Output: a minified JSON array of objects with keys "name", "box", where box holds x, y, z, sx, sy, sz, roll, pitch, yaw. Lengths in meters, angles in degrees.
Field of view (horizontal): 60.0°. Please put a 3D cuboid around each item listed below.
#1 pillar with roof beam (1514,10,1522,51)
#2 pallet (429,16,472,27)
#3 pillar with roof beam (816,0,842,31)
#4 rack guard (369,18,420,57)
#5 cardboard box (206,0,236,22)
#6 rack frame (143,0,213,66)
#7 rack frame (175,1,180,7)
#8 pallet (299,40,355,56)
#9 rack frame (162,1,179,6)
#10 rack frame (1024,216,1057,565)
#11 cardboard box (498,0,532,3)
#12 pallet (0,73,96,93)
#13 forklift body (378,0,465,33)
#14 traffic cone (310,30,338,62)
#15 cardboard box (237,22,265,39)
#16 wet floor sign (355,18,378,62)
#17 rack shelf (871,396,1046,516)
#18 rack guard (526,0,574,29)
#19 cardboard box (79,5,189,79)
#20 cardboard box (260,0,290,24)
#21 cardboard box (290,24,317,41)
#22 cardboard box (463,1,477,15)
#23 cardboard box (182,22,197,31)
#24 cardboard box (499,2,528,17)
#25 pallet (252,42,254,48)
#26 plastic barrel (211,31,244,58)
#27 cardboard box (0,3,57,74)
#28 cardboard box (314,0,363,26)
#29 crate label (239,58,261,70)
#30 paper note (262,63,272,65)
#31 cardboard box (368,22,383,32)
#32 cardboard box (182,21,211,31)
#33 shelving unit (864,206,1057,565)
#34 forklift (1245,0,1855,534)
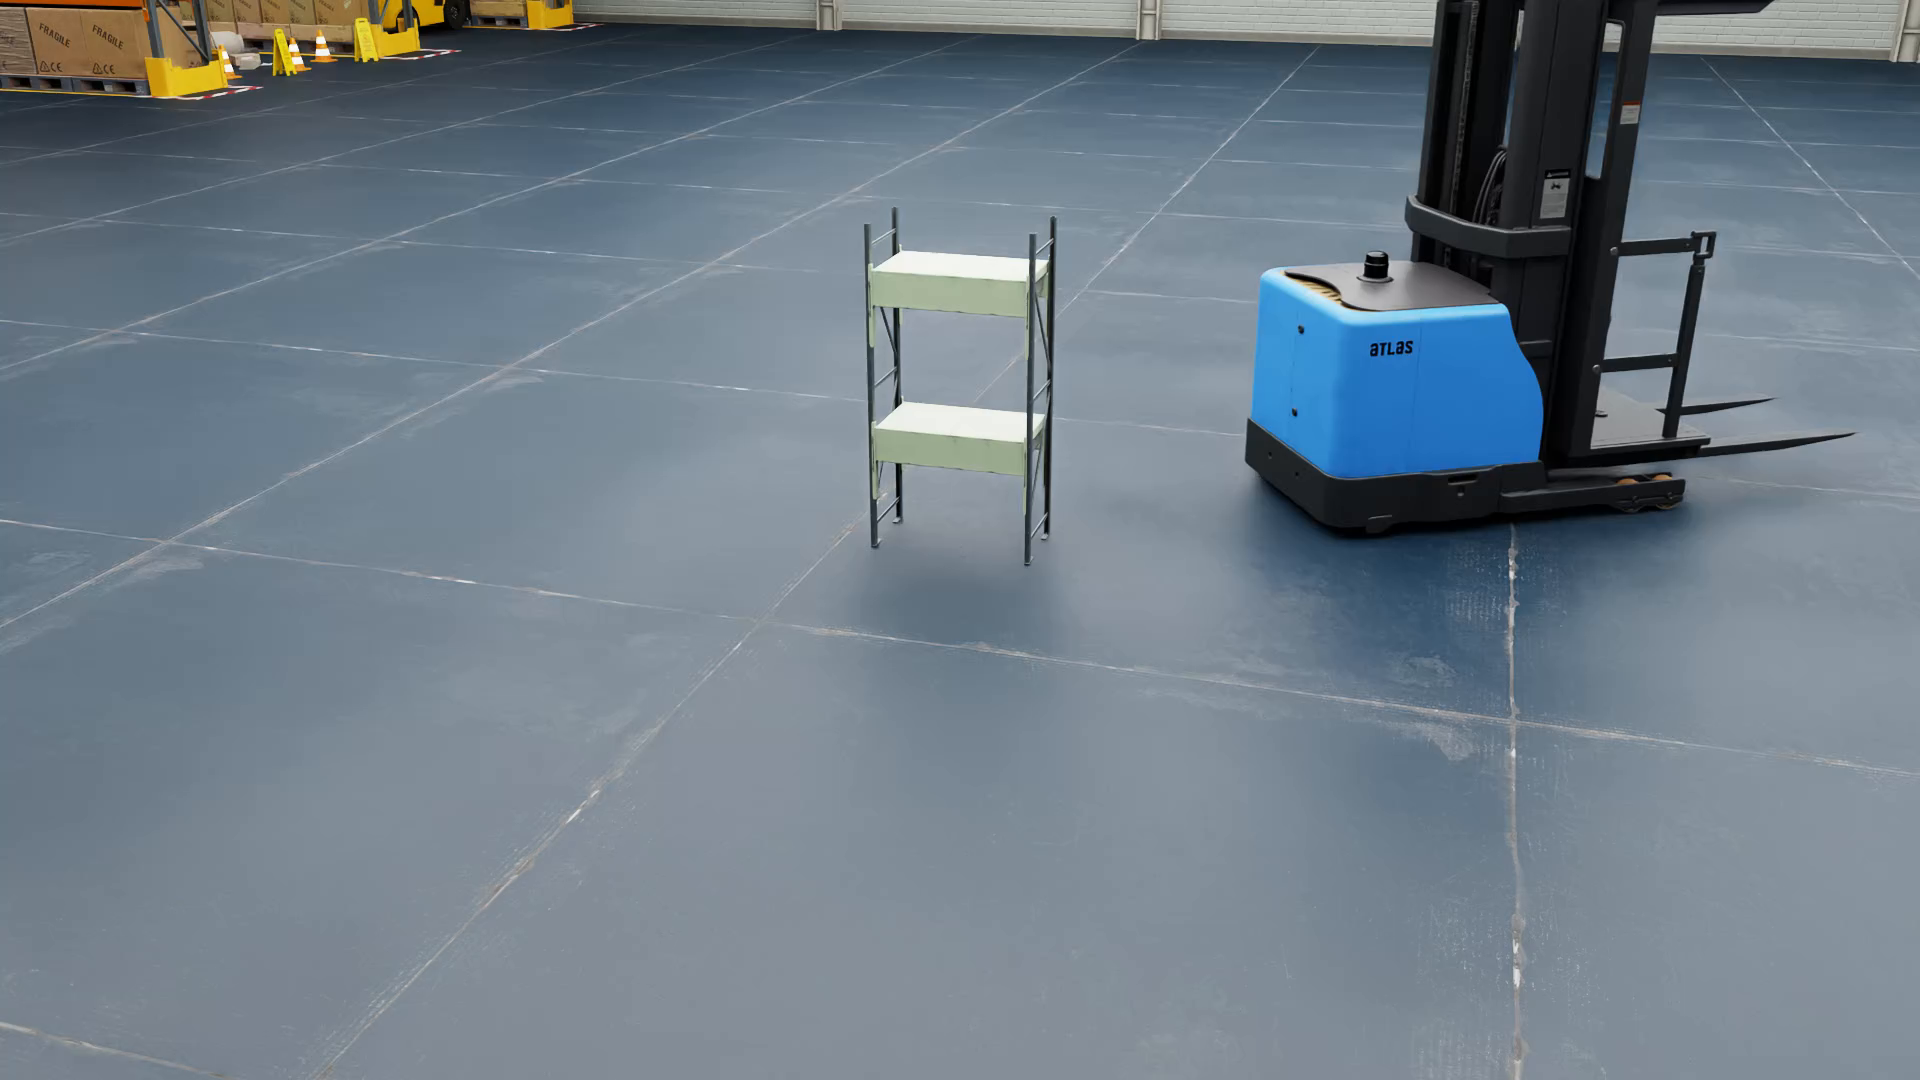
[{"name":"pillar with roof beam","box":[7.823,-10.766,22.159,0.400,9.000,9.100,7,23,16]},{"name":"pallet","box":[-9.669,-10.037,31.961,1.213,0.211,1.003,7,23,15]},{"name":"pillar with roof beam","box":[-3.666,-12.082,25.366,0.400,9.000,9.100,7,23,16]},{"name":"rack guard","box":[-9.263,-8.172,27.034,0.348,0.500,1.175,7,23,16]},{"name":"cardboard box","box":[-12.017,-8.811,27.379,0.500,0.500,0.500,8,23,18]},{"name":"rack frame","box":[-10.523,-7.511,22.128,0.127,3.000,1.000,7,23,16]},{"name":"rack frame","box":[-15.419,-12.001,33.075,0.127,3.000,1.000,7,23,16]},{"name":"pallet","box":[-10.031,-8.140,27.337,1.213,0.211,1.003,7,23,16]},{"name":"rack frame","box":[-13.020,-9.759,27.608,0.127,3.000,1.000,7,23,16]},{"name":"rack frame","box":[0.357,-0.653,7.386,0.023,1.500,0.400,7,23,16]},{"name":"cardboard box","box":[-8.316,-10.217,31.137,0.500,0.250,0.500,6,23,15]},{"name":"pallet","box":[-12.476,-6.414,23.129,1.213,0.211,1.003,7,23,15]},{"name":"forklift body","box":[-10.103,-10.276,29.989,1.214,2.155,2.313,7,23,16]},{"name":"traffic cone","box":[-9.975,-7.725,25.993,0.334,0.463,0.336,7,23,16]},{"name":"cardboard box","box":[-11.510,-8.407,27.381,0.500,0.250,0.500,6,23,15]},{"name":"wet floor sign","box":[-9.318,-7.821,25.987,0.232,0.644,0.267,16,27,34]},{"name":"rack shelf","box":[0.006,-0.392,7.607,0.720,0.370,0.431,7,23,16]},{"name":"rack guard","box":[-7.737,-9.965,31.405,0.348,0.500,1.175,7,23,16]},{"name":"cardboard box","box":[-11.192,-6.772,22.574,0.875,0.875,0.875,7,23,16]},{"name":"cardboard box","box":[-11.014,-8.696,27.100,0.500,0.500,0.500,6,23,14]},{"name":"cardboard box","box":[-10.536,-8.293,27.104,0.500,0.250,0.500,7,23,16]},{"name":"cardboard box","box":[-9.251,-10.099,31.508,0.500,0.250,0.500,7,23,16]},{"name":"cardboard box","box":[-12.387,-7.992,26.590,0.500,0.500,0.500,-14,26,-30]},{"name":"cardboard box","box":[-8.301,-9.983,31.225,0.500,0.250,0.500,7,23,16]},{"name":"pallet","box":[-12.367,-8.408,27.989,1.213,0.211,1.003,7,23,16]},{"name":"plastic barrel","box":[-11.605,-7.805,26.239,0.512,0.421,0.421,-14,26,-30]},{"name":"cardboard box","box":[-12.907,-6.969,23.053,0.875,0.875,0.875,7,23,16]},{"name":"cardboard box","box":[-10.033,-8.582,26.822,0.500,0.500,0.500,7,23,16]},{"name":"crate label","box":[-10.740,-7.197,25.136,0.298,0.136,0.250,-5,23,-12]},{"name":"paper note","box":[-10.670,-7.327,25.592,0.142,0.019,0.148,-1,22,-3]},{"name":"cardboard box","box":[-9.883,-8.431,27.442,0.500,0.250,0.500,6,23,15]},{"name":"cardboard box","box":[-12.533,-8.518,27.653,0.500,0.250,0.500,5,23,13]},{"name":"shelving unit","box":[0.006,-0.693,7.484,0.755,1.500,0.431,7,23,16]},{"name":"forklift","box":[3.042,-1.675,7.990,3.031,2.935,1.130,-6,23,-14]}]
